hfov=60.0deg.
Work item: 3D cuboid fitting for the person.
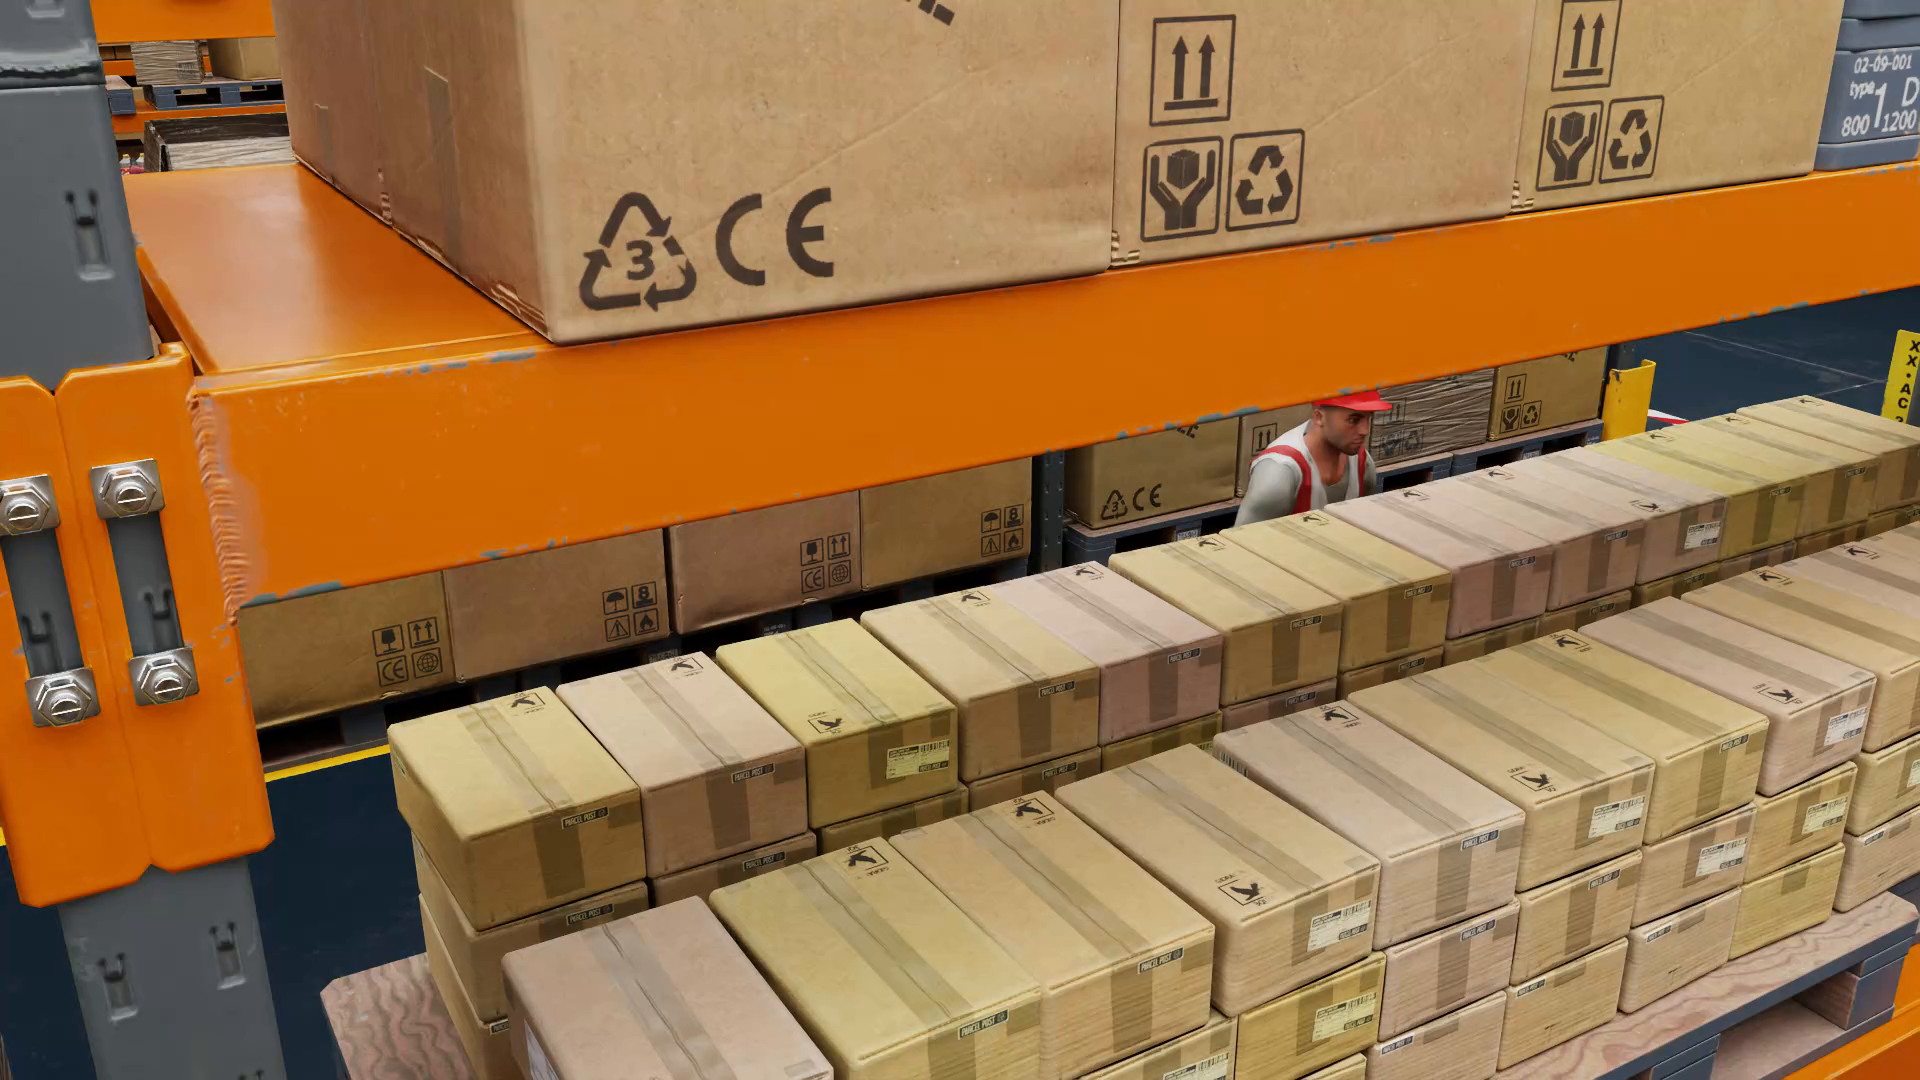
[{"bbox_3d":[1.113,0.268,5.390,0.615,1.778,0.453,-14,26,-32],"label":"person"}]
